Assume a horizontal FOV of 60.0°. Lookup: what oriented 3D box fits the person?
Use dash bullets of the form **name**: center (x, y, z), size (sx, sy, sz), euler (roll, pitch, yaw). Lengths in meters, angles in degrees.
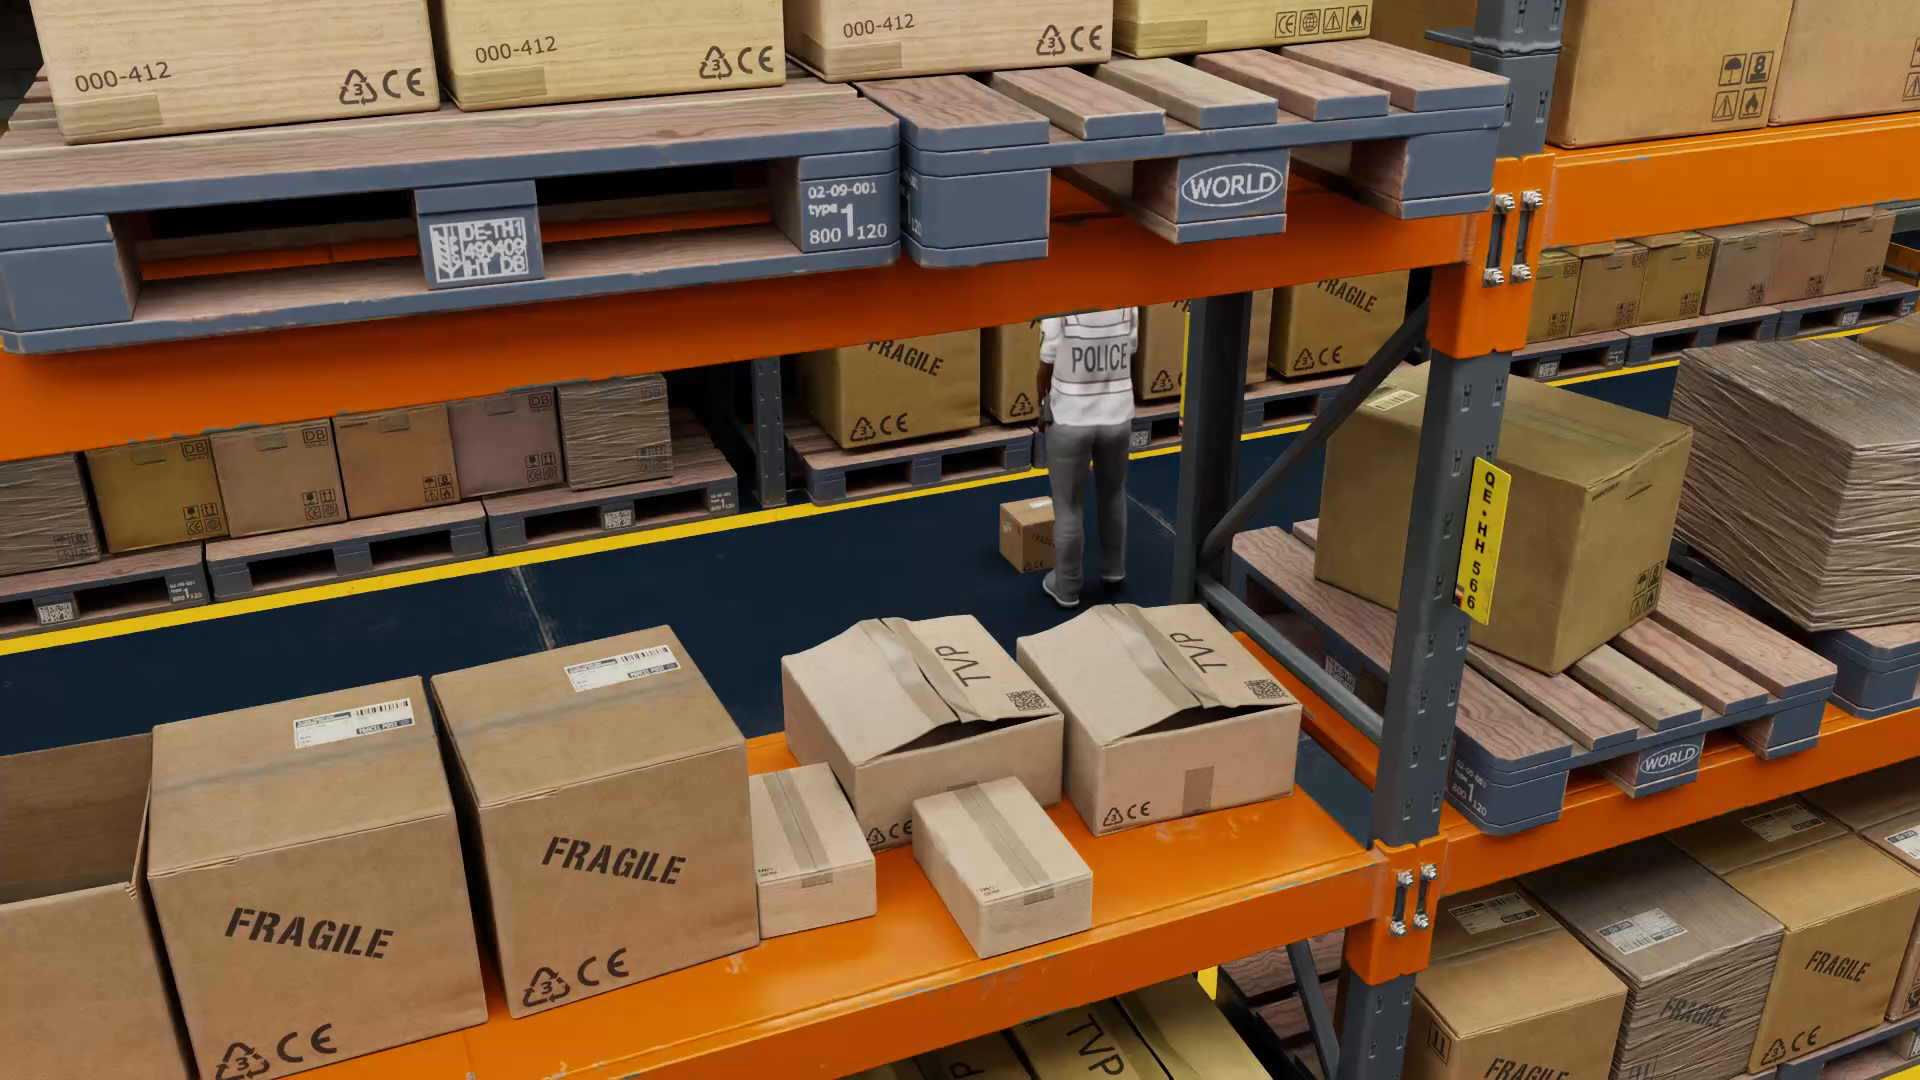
- **person**: center (0.557, -0.502, 7.161), size (0.521, 1.687, 0.517), euler (-9, 27, -17)
